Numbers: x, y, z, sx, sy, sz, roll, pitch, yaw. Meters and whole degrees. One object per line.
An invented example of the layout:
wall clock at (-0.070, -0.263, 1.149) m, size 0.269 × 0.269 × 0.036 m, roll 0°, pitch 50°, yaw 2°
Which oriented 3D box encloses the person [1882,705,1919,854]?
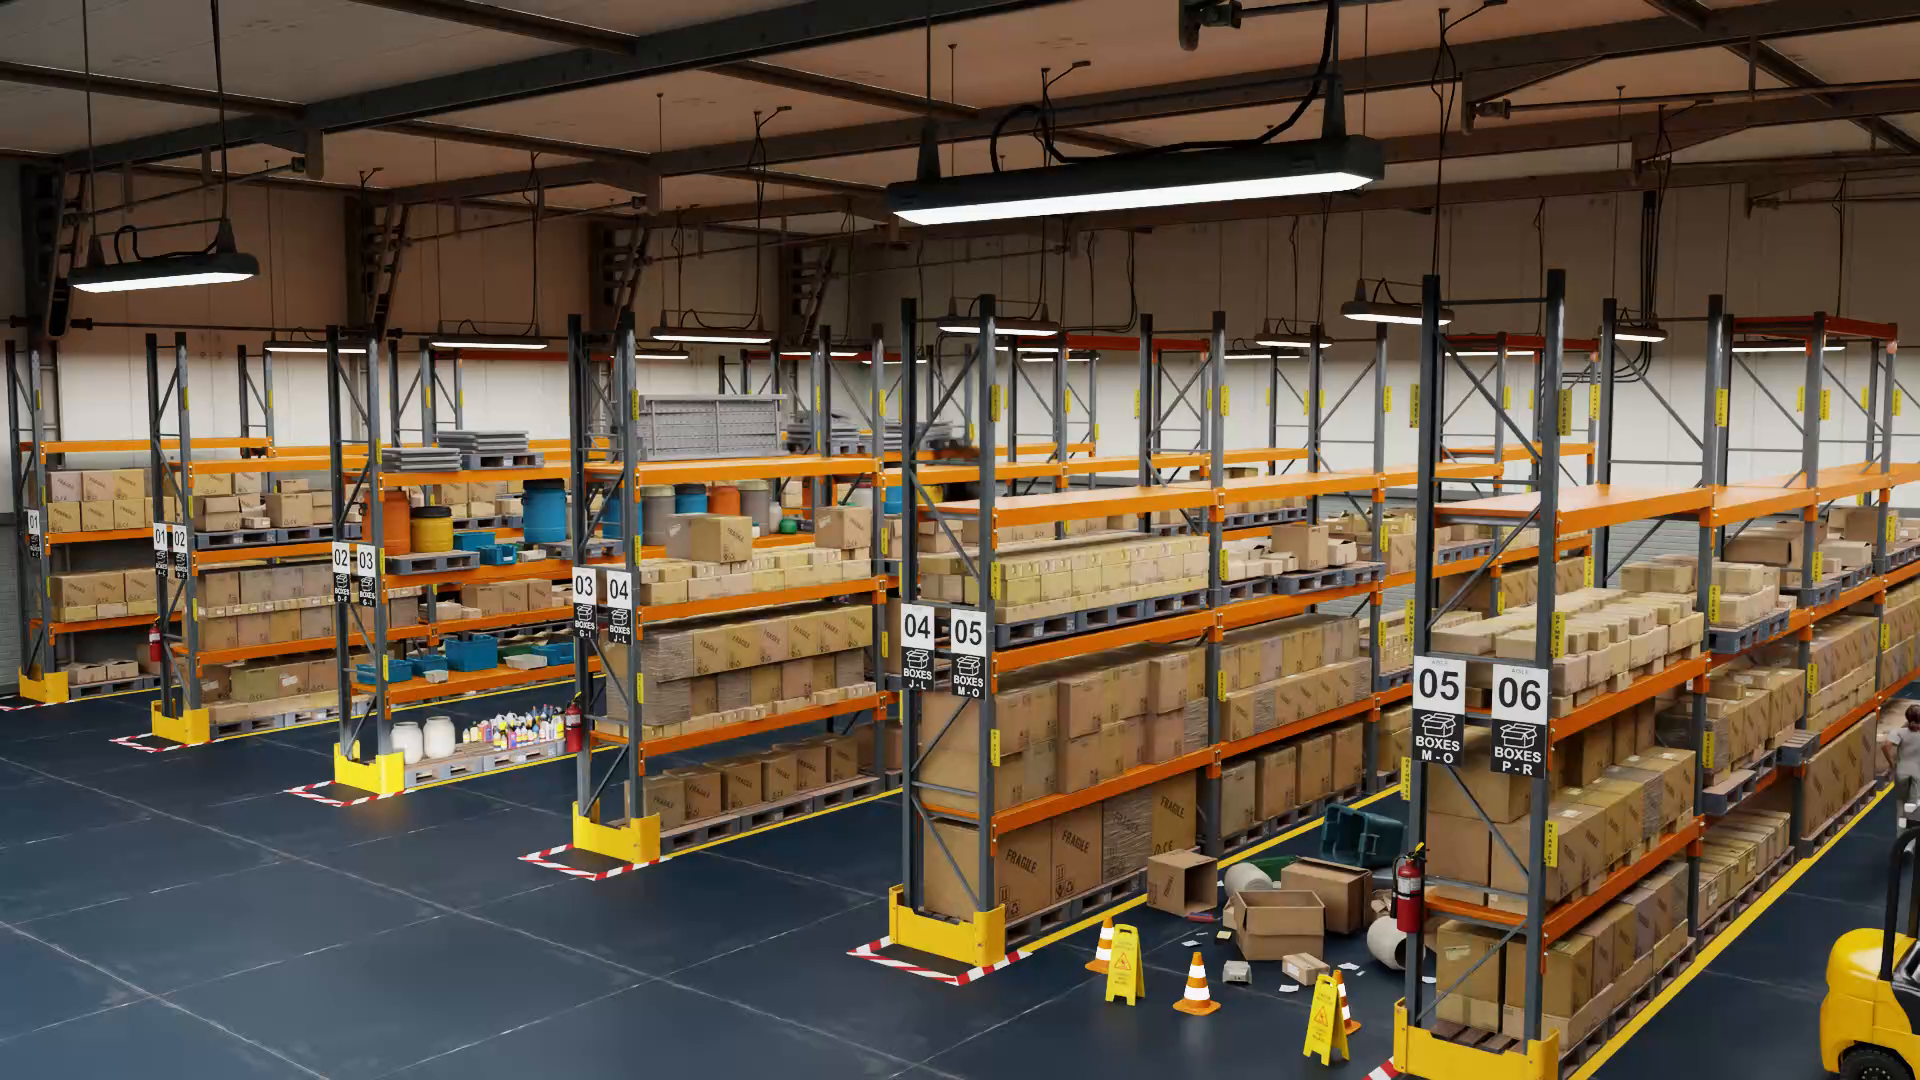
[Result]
person at (10.526, 2.669, 18.416) m, size 0.549 × 1.708 × 0.728 m, roll 4°, pitch 6°, yaw 35°
